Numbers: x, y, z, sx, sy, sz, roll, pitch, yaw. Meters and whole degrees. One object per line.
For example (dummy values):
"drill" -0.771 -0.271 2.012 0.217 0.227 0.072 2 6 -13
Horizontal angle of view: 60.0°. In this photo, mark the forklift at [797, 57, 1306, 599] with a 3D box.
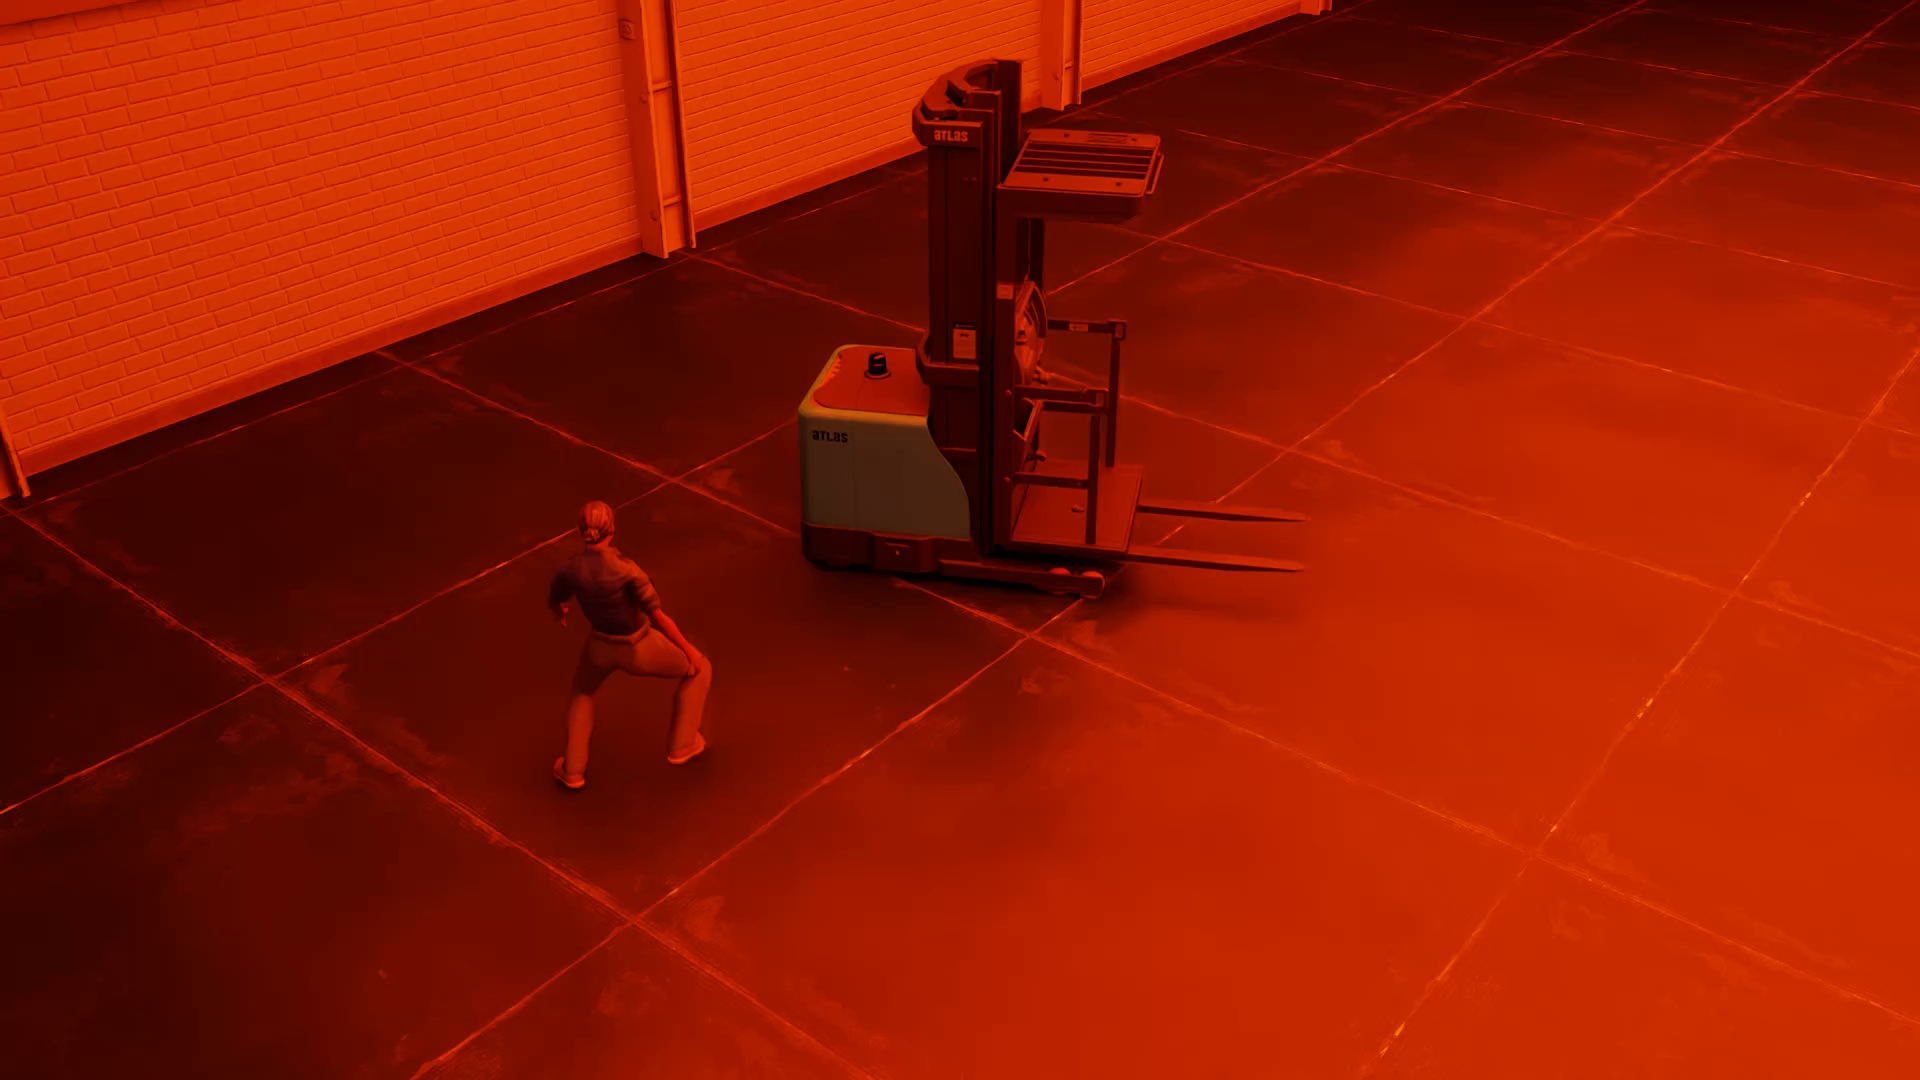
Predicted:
"forklift" 0.599 -1.207 9.660 3.031 2.935 1.130 6 31 9

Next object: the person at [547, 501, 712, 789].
"person" -1.676 0.493 8.159 0.863 1.549 0.614 9 32 15
